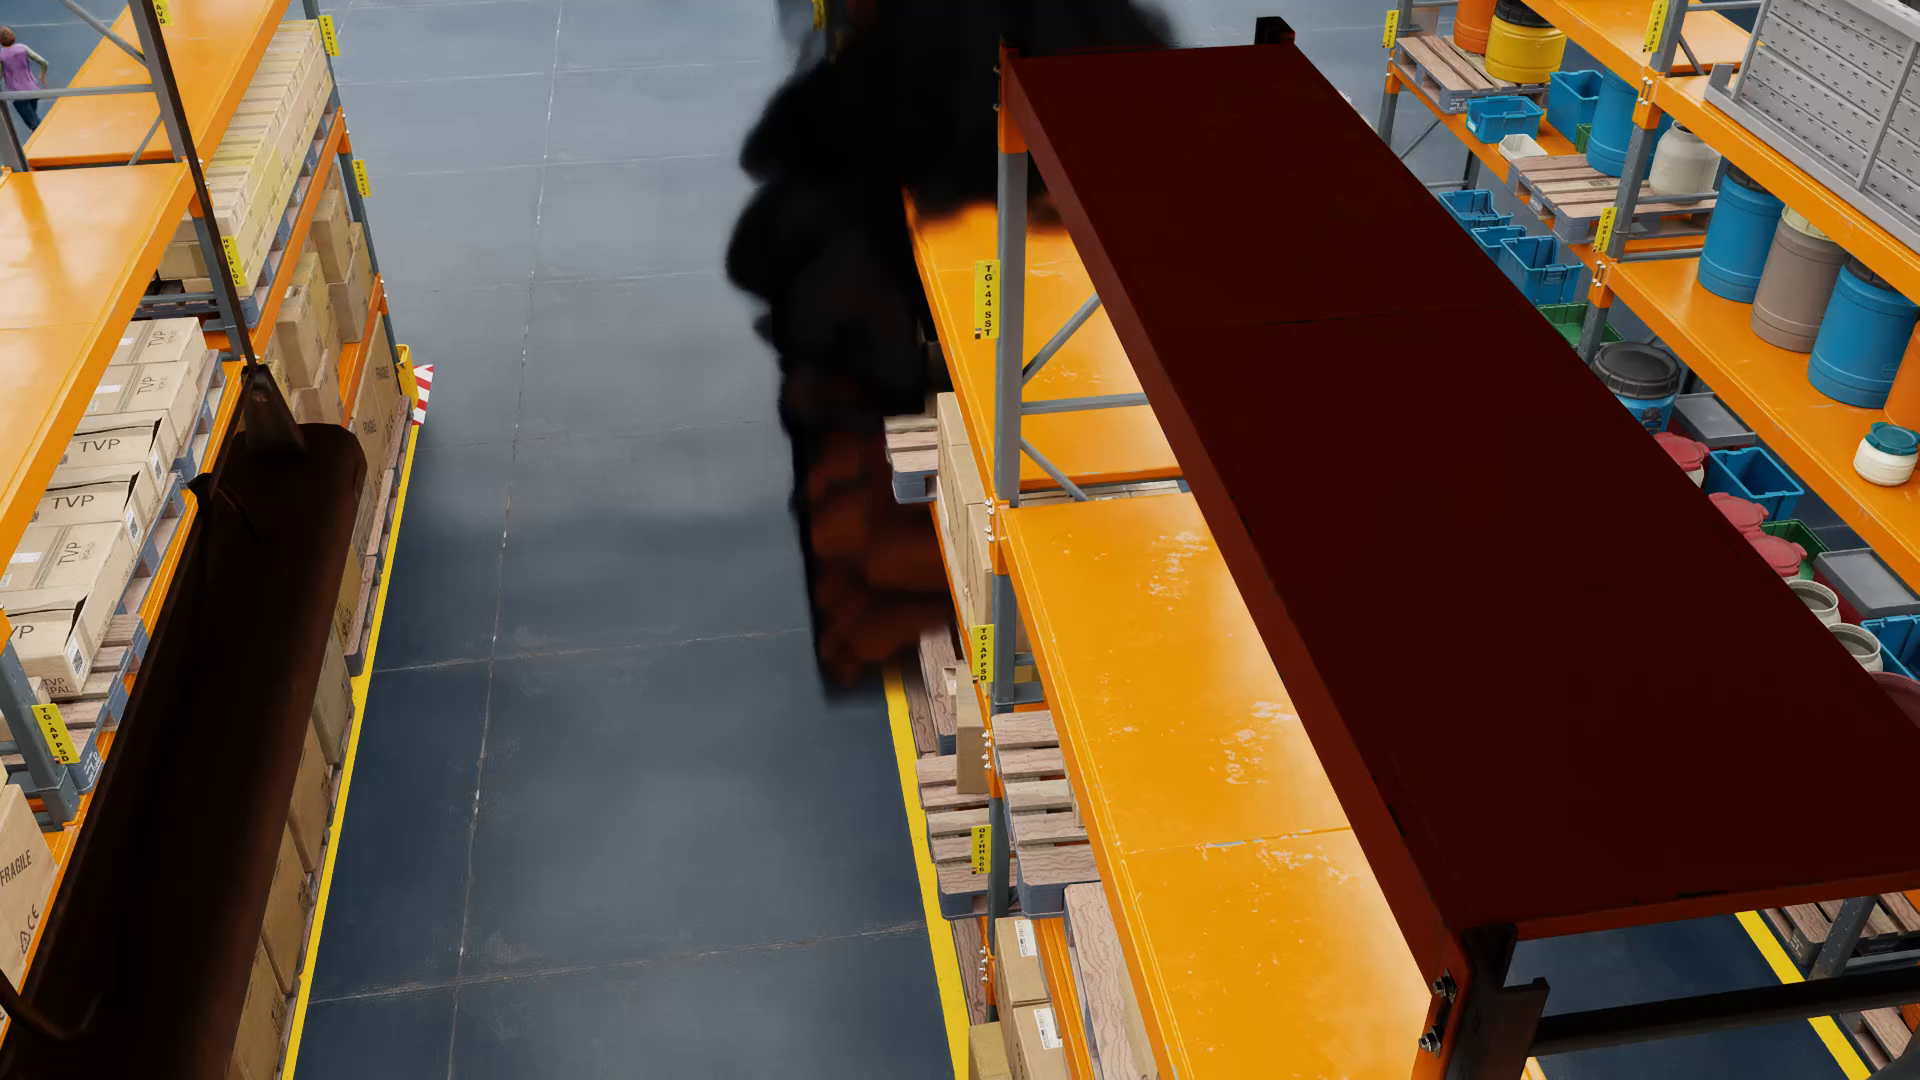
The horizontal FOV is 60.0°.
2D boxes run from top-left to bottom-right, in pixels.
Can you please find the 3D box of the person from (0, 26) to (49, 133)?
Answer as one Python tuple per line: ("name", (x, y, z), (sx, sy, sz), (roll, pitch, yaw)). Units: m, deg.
("person", (-10.632, -5.055, 18.965), (0.757, 1.636, 0.514), (19, 41, 24))
